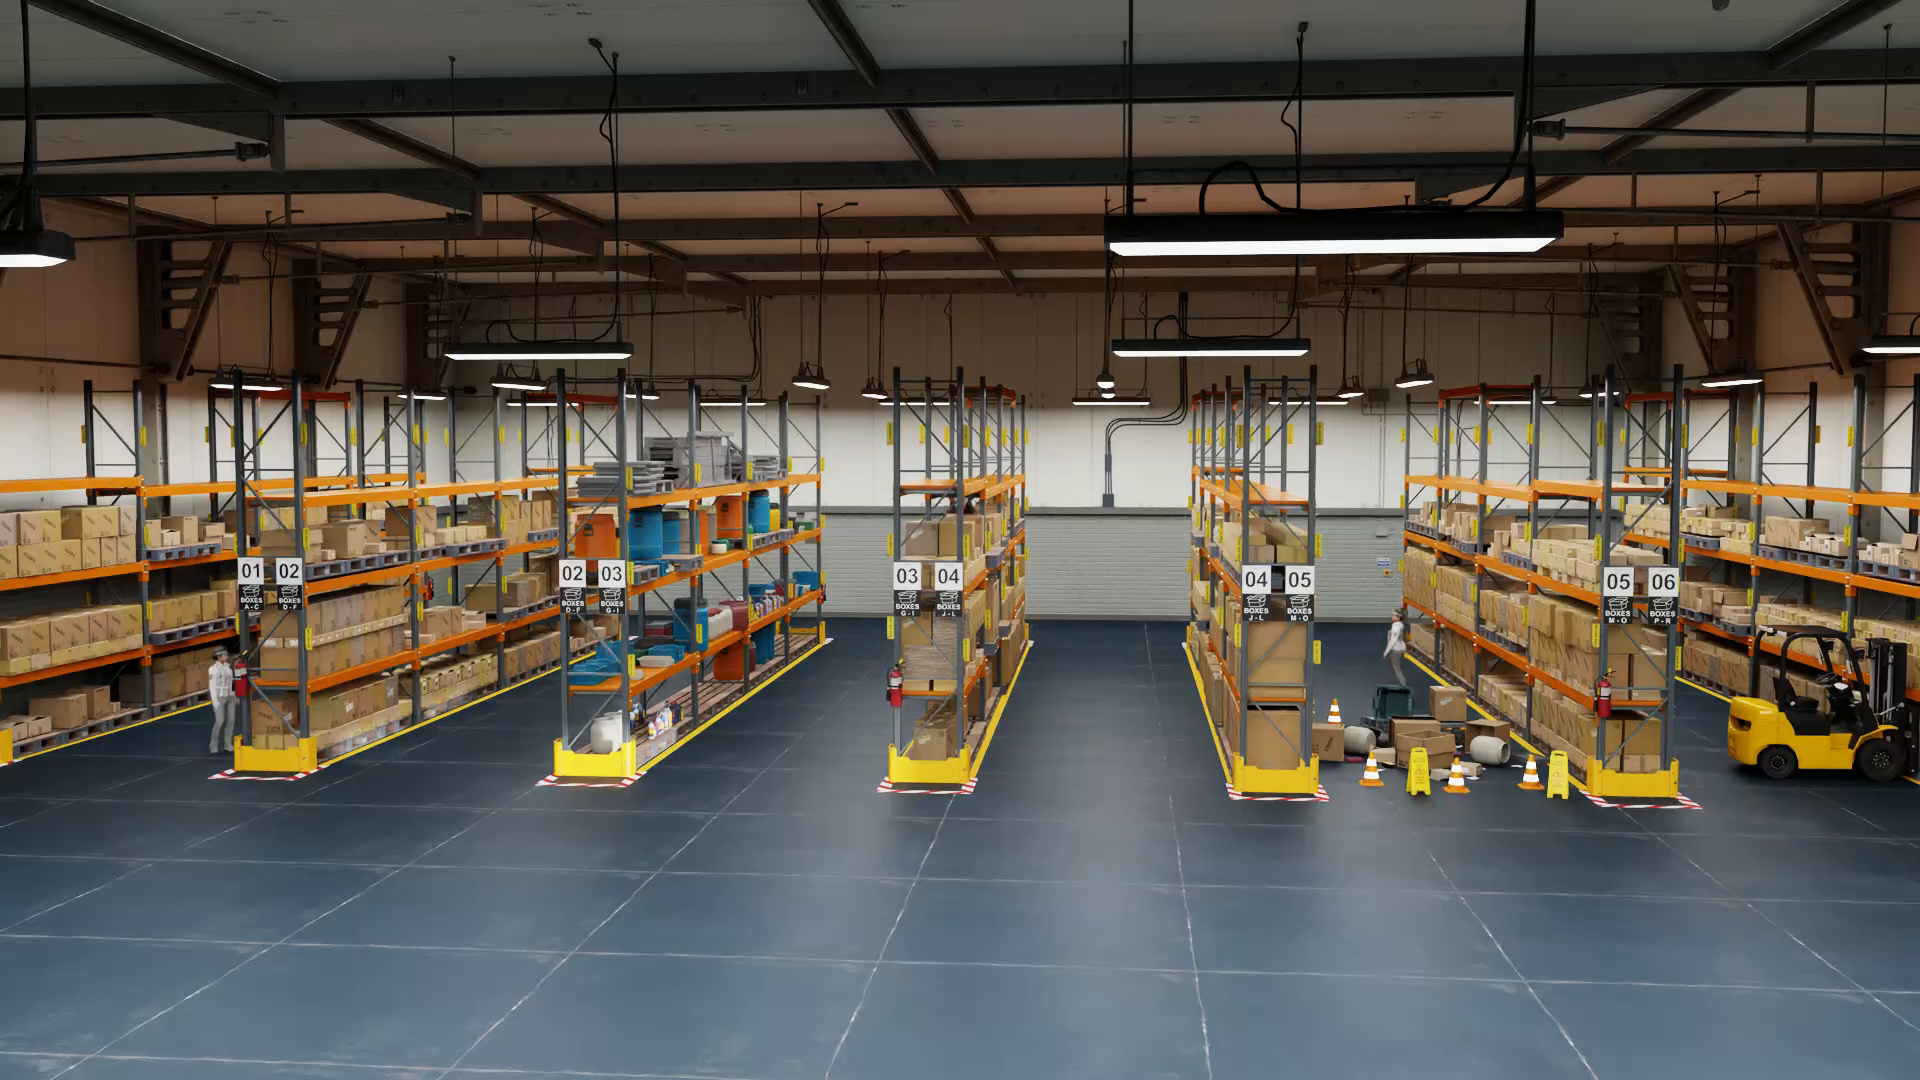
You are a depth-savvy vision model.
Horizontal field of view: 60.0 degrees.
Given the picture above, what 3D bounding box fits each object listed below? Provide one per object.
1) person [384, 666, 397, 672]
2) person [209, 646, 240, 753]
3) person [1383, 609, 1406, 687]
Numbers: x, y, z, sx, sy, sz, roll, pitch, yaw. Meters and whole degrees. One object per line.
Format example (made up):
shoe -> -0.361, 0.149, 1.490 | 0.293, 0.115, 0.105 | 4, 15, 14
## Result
person -> -11.767, 2.064, 34.309 | 0.440, 1.593, 0.473 | 0, 4, 3
person -> -11.733, 2.563, 26.530 | 0.387, 1.753, 0.546 | 2, 4, 29
person -> 8.373, 2.158, 32.065 | 0.538, 1.690, 0.448 | -3, 5, -41
